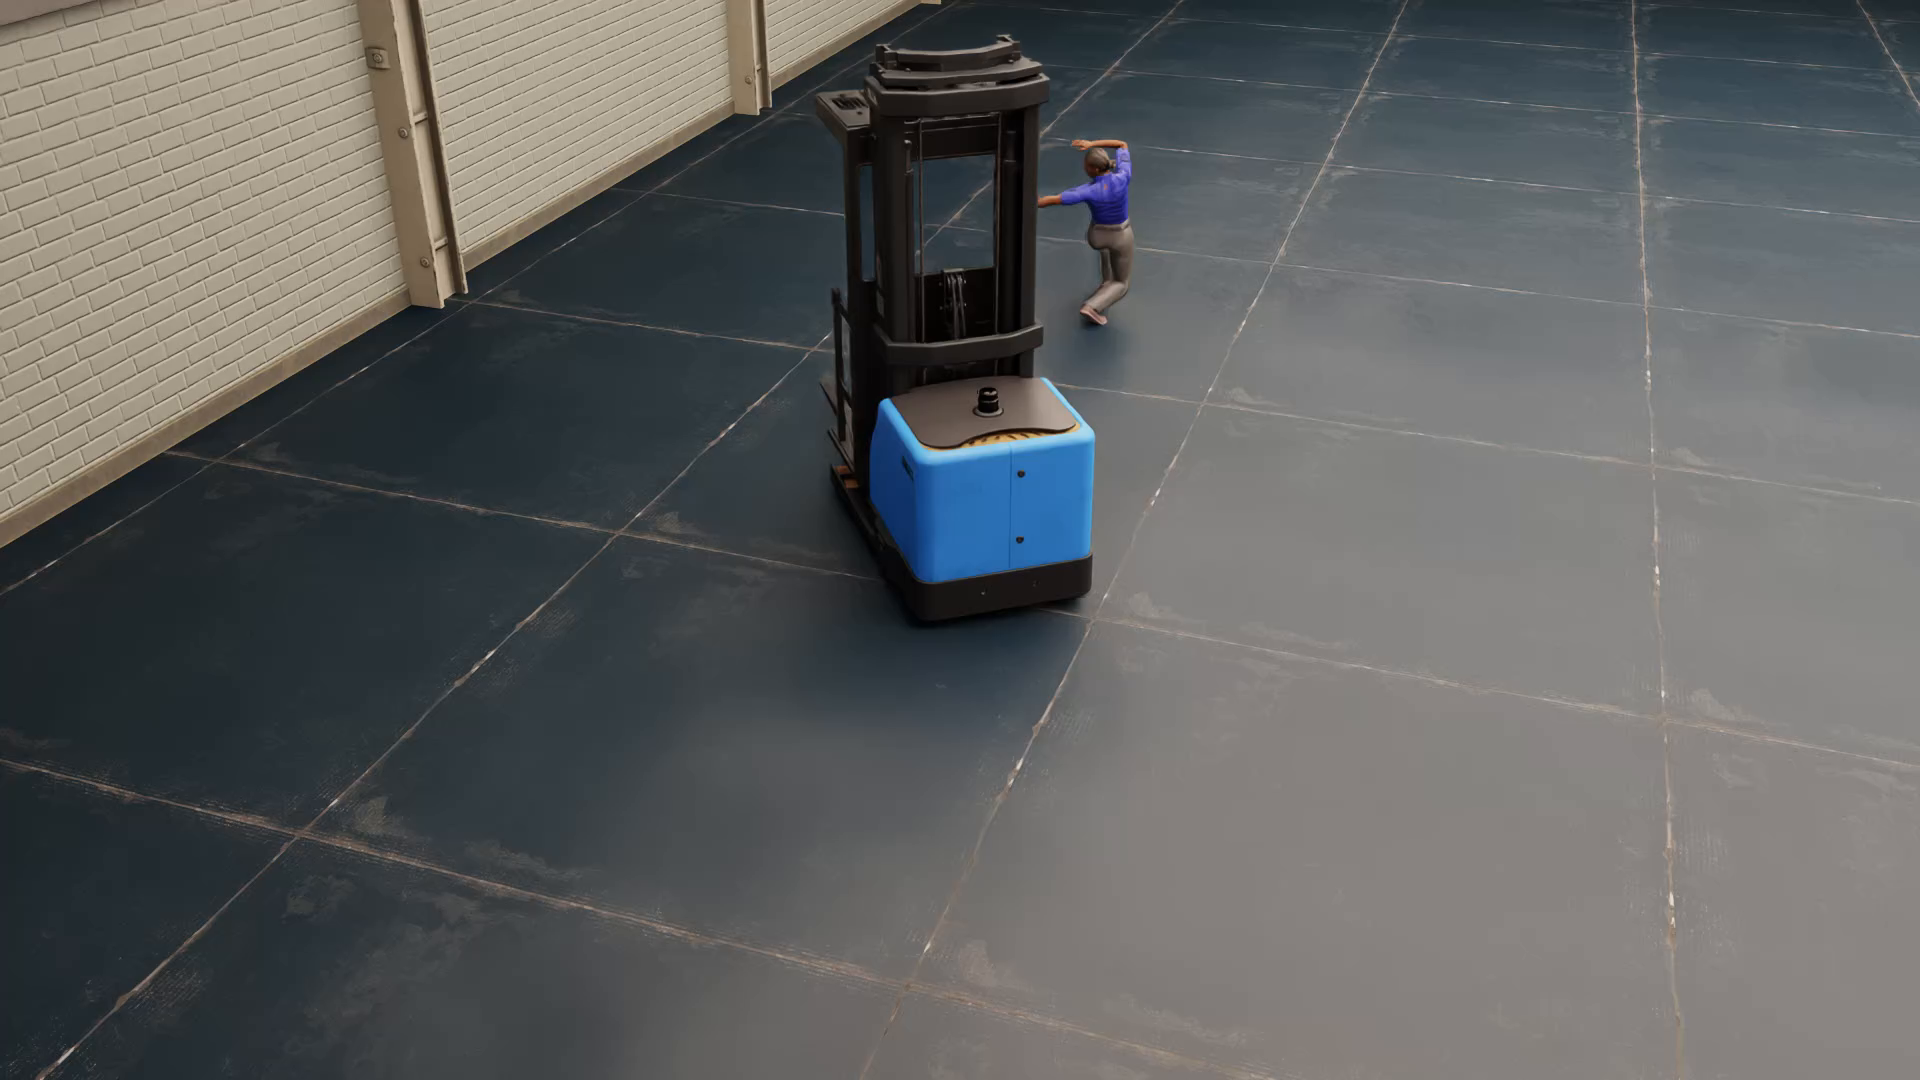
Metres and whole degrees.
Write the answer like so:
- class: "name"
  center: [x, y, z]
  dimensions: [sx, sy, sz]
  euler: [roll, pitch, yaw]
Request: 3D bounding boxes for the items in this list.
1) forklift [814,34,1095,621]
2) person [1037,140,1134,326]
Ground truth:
- class: "forklift"
  center: [-0.191, -1.544, 9.845]
  dimensions: [1.130, 2.935, 3.031]
  euler: [-9, 31, -16]
- class: "person"
  center: [0.896, -2.464, 13.058]
  dimensions: [0.957, 1.387, 0.886]
  euler: [7, 30, 11]
